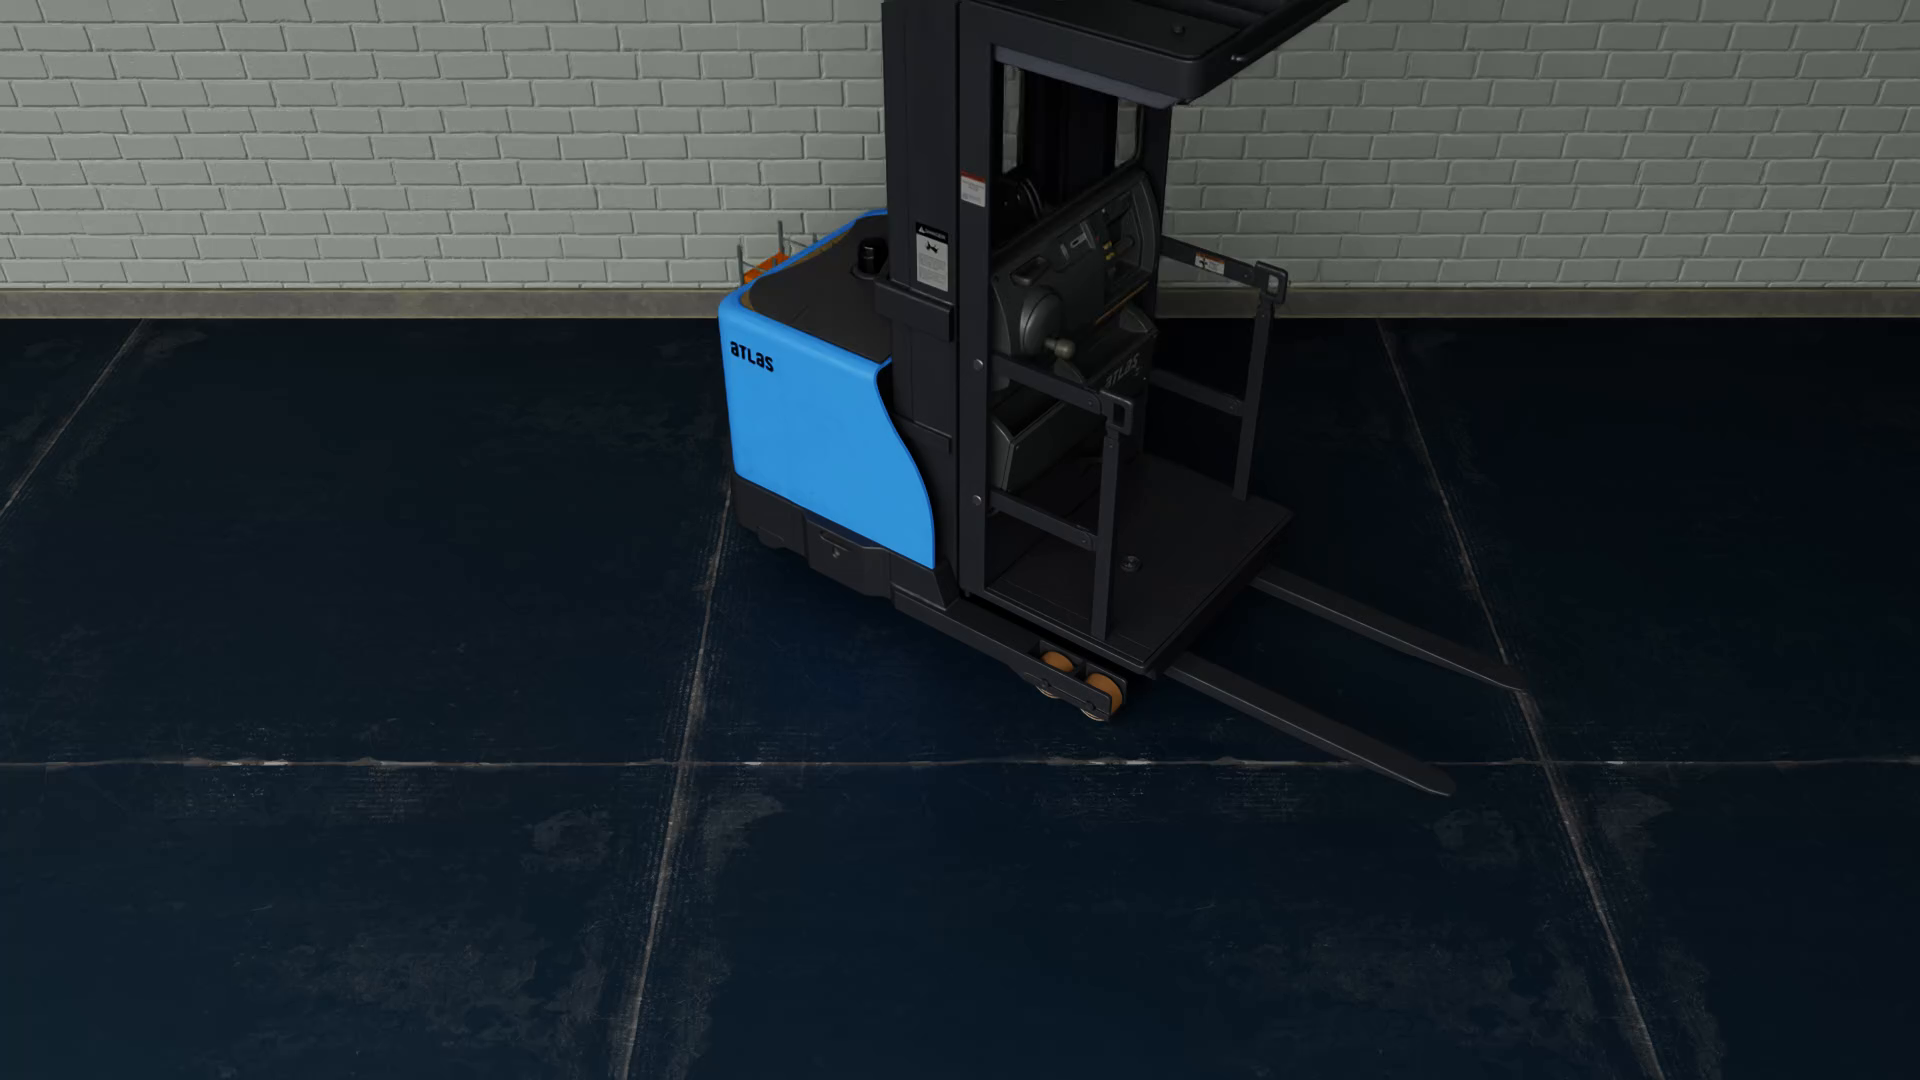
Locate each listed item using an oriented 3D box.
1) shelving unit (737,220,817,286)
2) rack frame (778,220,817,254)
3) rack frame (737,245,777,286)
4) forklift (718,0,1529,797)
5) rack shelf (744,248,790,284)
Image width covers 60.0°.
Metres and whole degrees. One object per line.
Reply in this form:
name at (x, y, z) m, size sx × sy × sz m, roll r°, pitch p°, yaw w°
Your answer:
shelving unit at (-0.720, -0.773, 6.874) m, size 0.215 × 1.050 × 0.252 m, roll 24°, pitch 45°, yaw 27°
rack frame at (-0.649, -0.834, 6.952) m, size 0.200 × 1.050 × 0.008 m, roll 24°, pitch 45°, yaw 27°
rack frame at (-0.792, -0.711, 6.797) m, size 0.200 × 1.050 × 0.008 m, roll 24°, pitch 45°, yaw 27°
forklift at (0.569, -0.878, 5.501) m, size 3.031 × 2.935 × 1.130 m, roll 25°, pitch 45°, yaw 28°
rack shelf at (-0.720, -0.986, 6.704) m, size 0.215 × 0.259 × 0.240 m, roll 24°, pitch 45°, yaw 27°
